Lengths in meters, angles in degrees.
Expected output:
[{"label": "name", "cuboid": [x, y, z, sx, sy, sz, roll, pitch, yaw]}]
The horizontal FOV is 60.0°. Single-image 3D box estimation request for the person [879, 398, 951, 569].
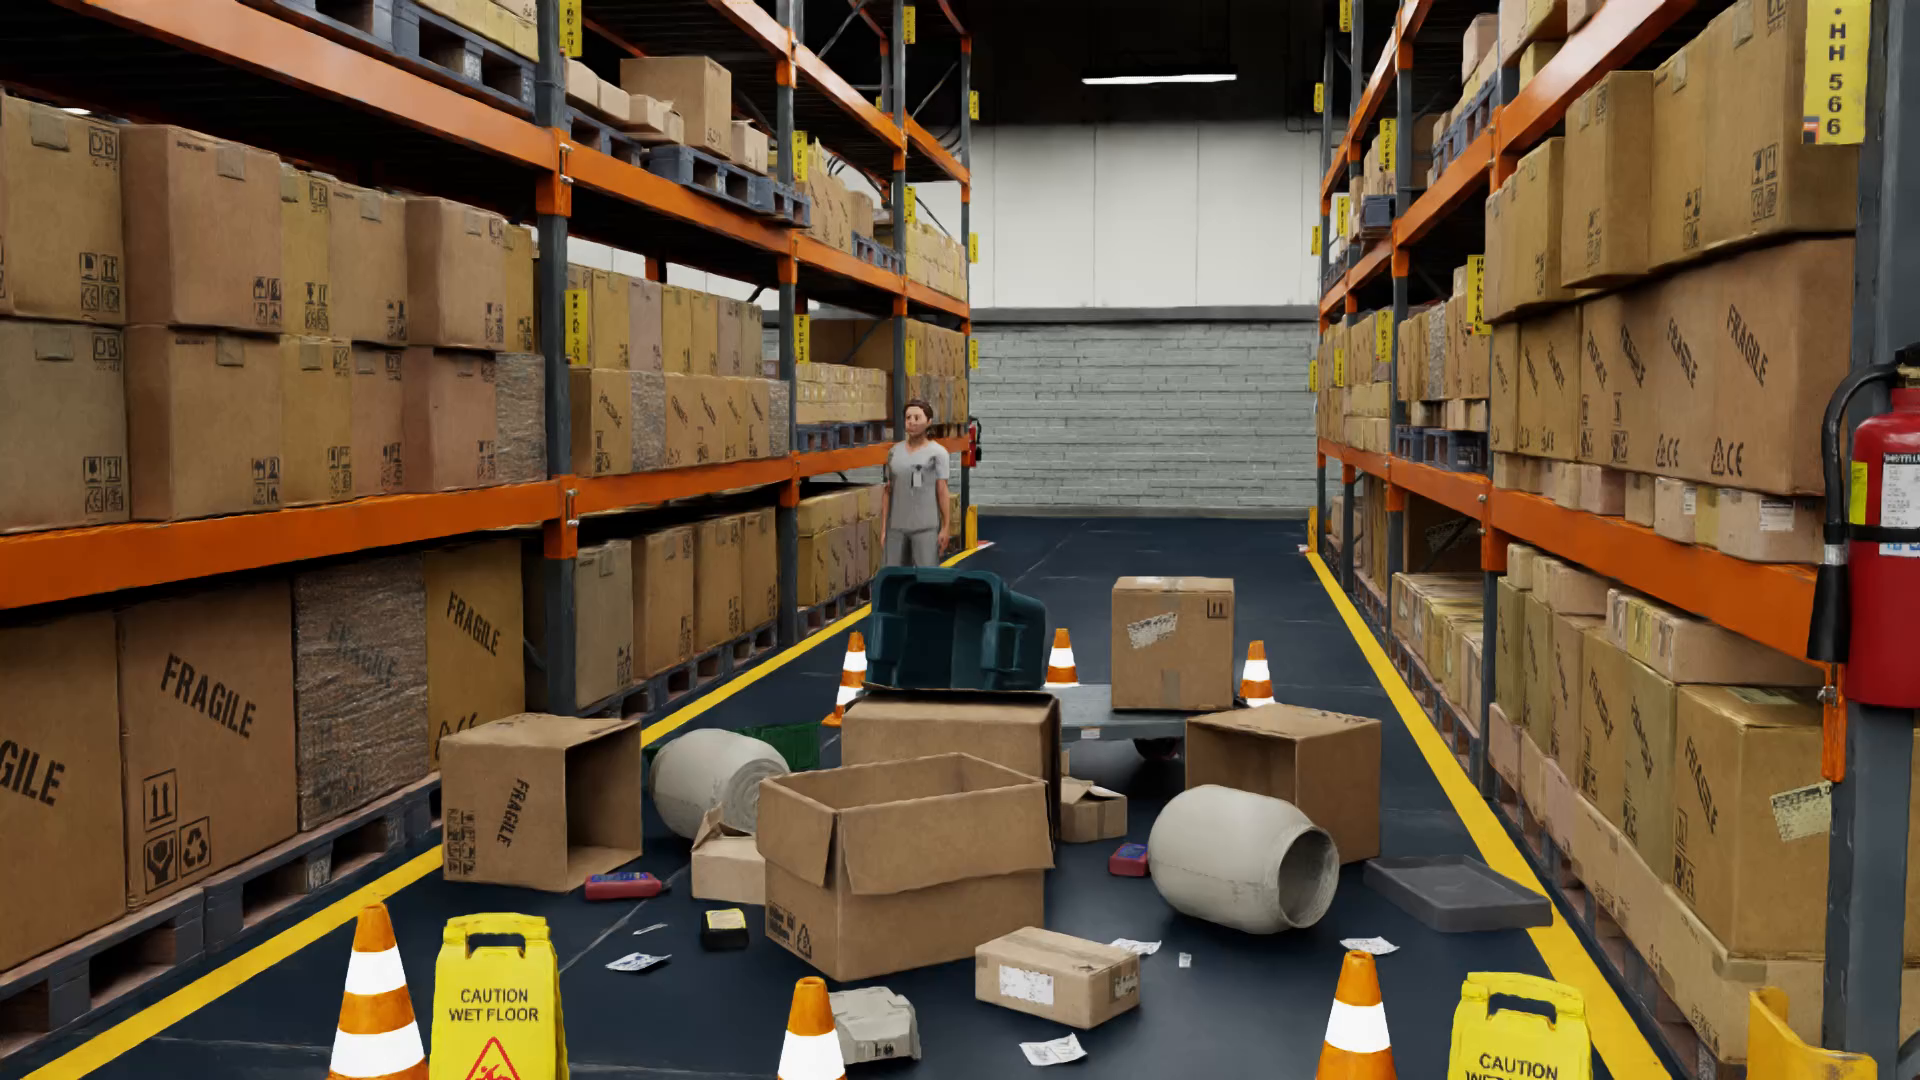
[{"label": "person", "cuboid": [-0.318, -0.051, 10.502, 0.498, 1.659, 0.451, 2, 5, 21]}]
